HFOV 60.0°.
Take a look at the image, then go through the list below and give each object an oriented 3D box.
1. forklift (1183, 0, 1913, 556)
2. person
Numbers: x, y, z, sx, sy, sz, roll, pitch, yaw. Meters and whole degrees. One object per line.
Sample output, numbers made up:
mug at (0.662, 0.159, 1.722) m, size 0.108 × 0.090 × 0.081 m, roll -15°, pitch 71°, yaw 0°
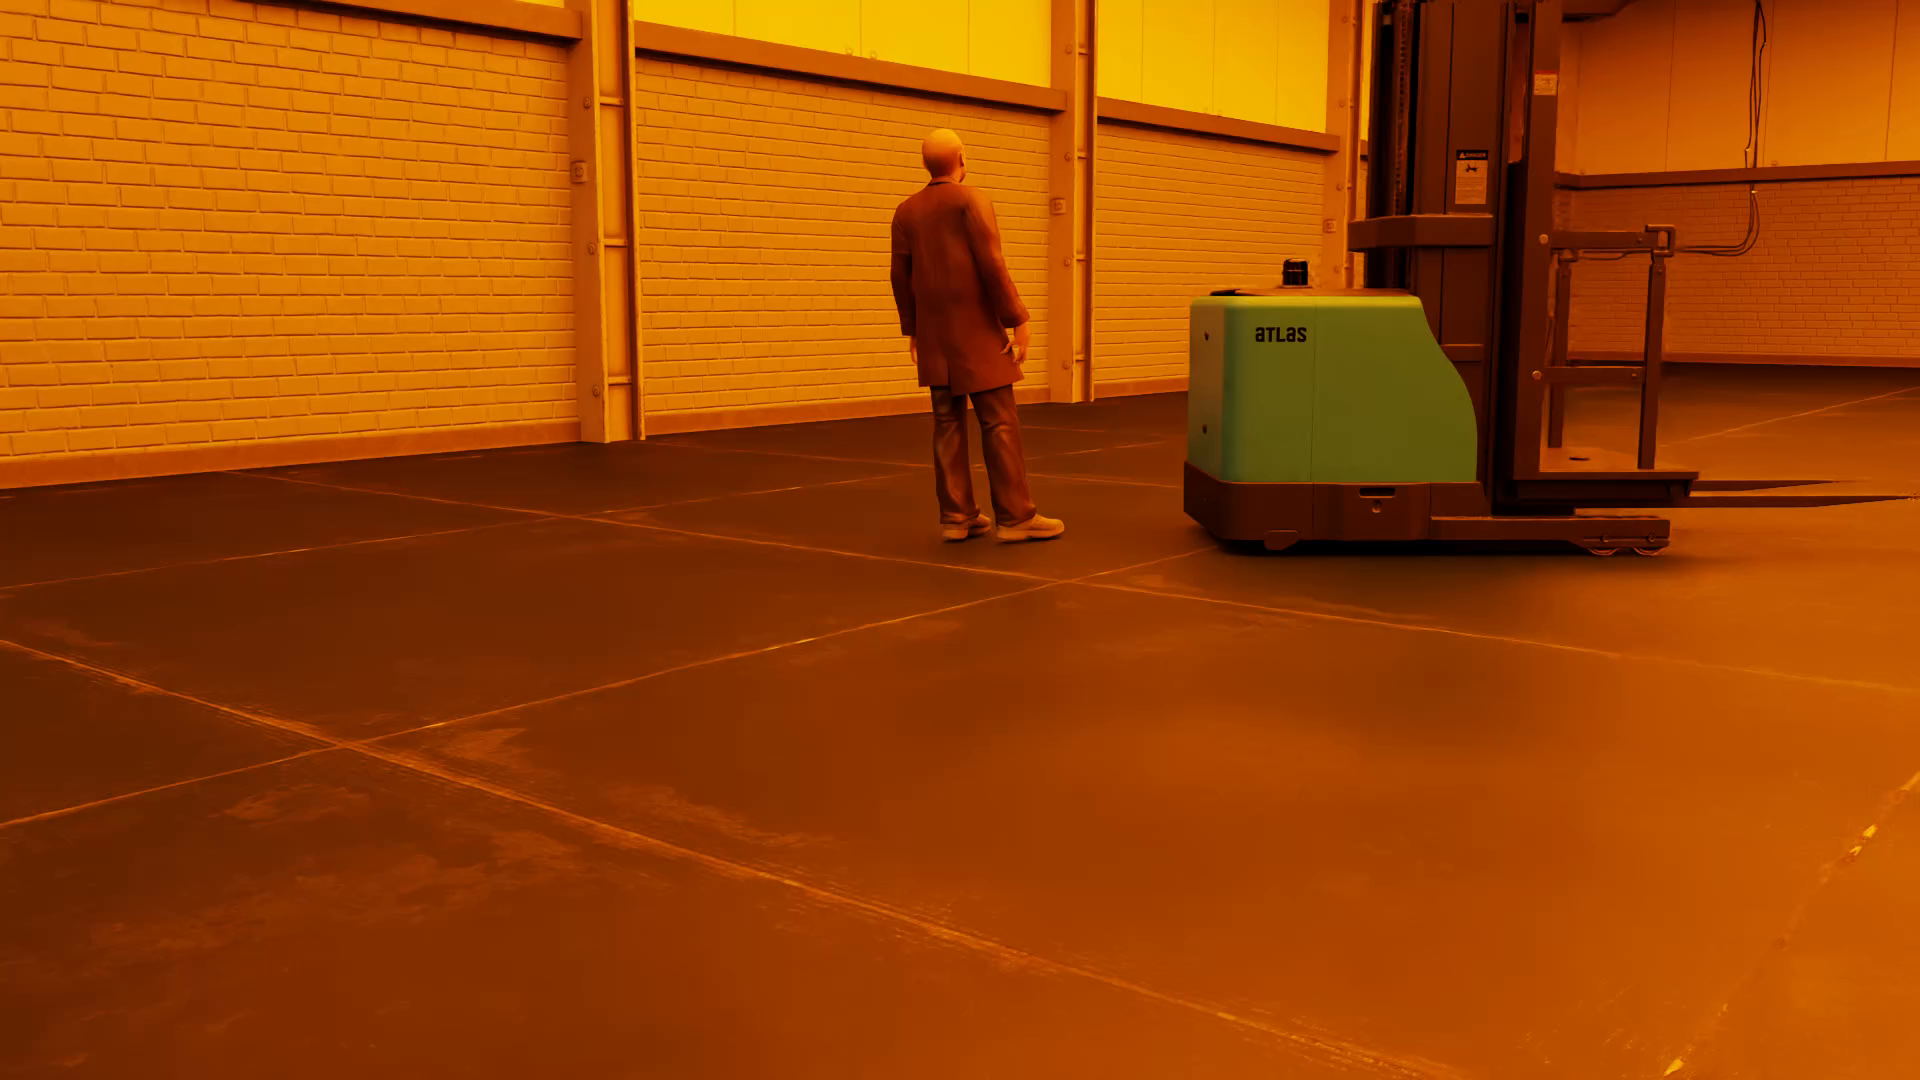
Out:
forklift at (2.579, -1.459, 7.253) m, size 3.031 × 2.935 × 1.130 m, roll 0°, pitch 8°, yaw -2°
person at (0.061, -0.897, 7.343) m, size 0.698 × 1.777 × 0.581 m, roll 7°, pitch 11°, yaw 38°
